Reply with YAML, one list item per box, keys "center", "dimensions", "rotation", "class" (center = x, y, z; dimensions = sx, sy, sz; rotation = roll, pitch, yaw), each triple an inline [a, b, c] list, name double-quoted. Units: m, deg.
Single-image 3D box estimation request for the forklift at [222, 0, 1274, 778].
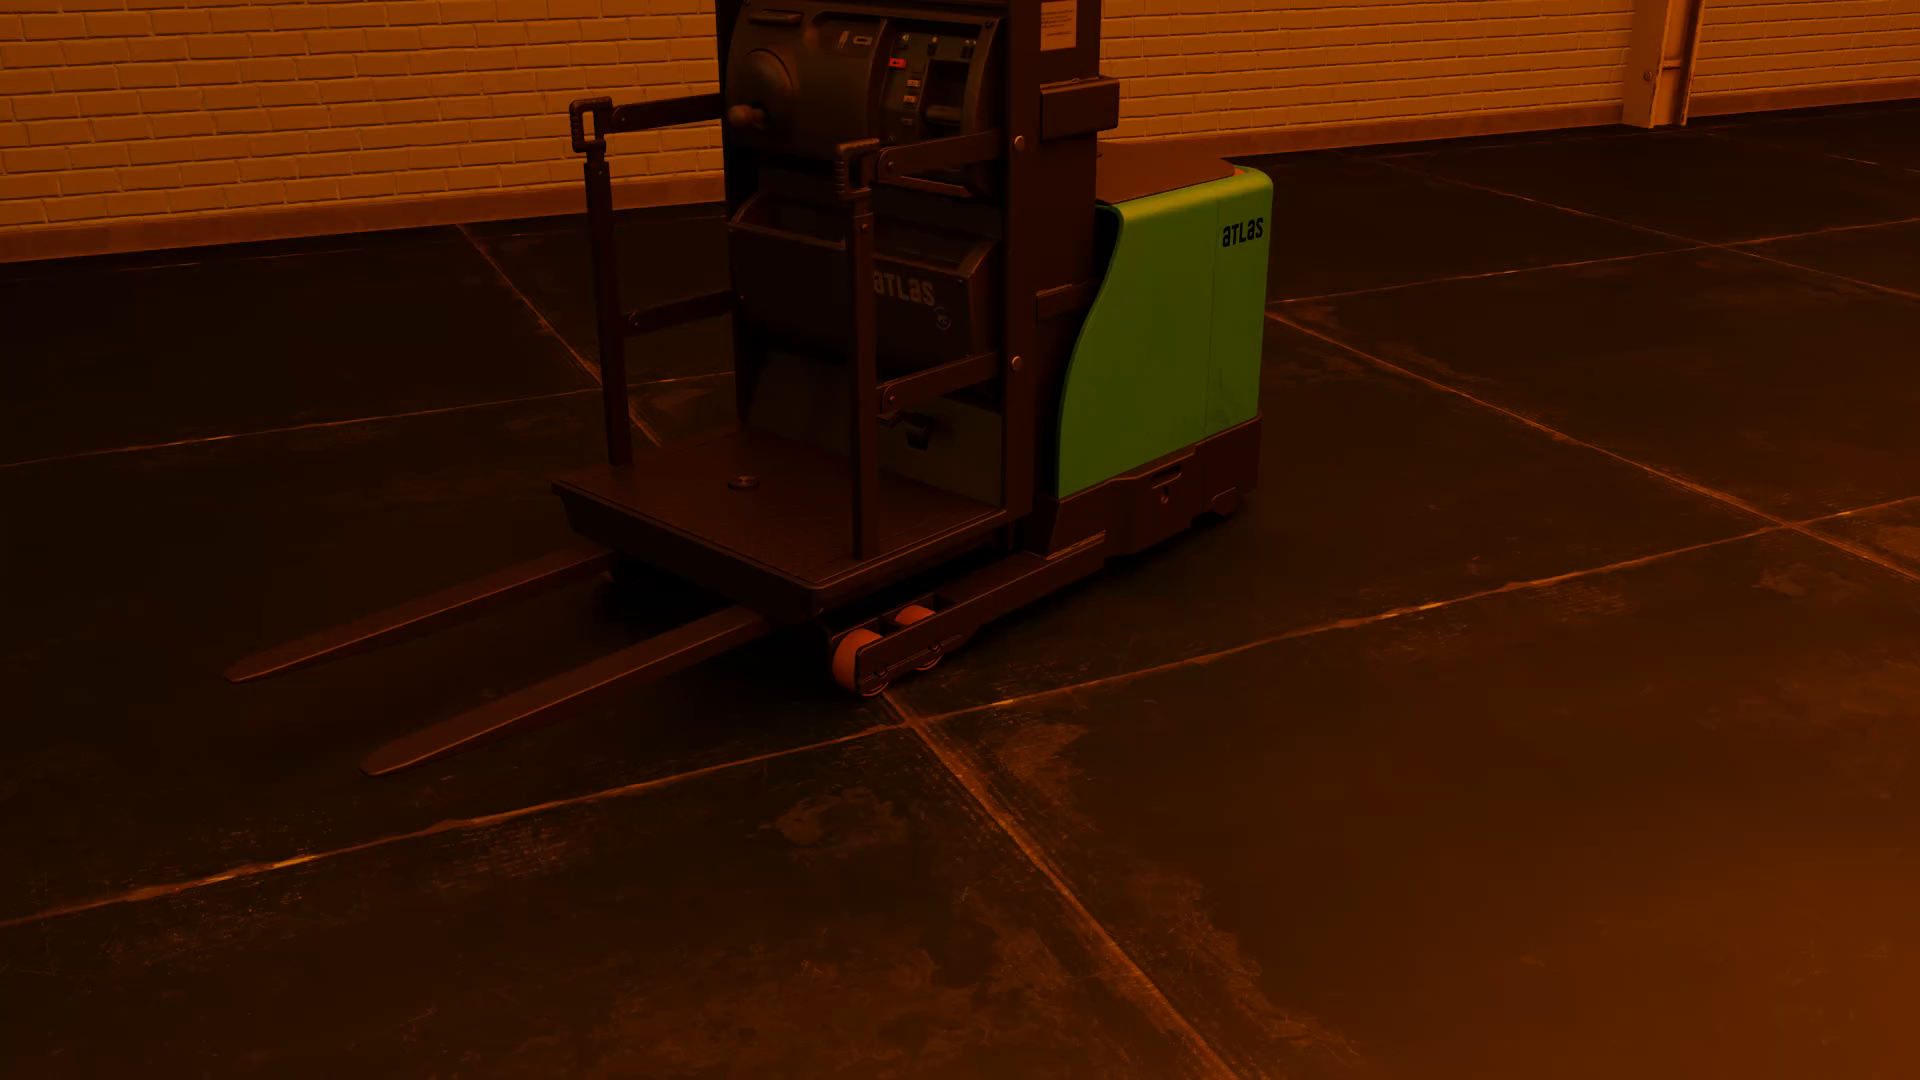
- center: [-0.413, -1.182, 4.131]
  dimensions: [1.130, 2.935, 3.031]
  rotation: [19, 29, 39]
  class: "forklift"
